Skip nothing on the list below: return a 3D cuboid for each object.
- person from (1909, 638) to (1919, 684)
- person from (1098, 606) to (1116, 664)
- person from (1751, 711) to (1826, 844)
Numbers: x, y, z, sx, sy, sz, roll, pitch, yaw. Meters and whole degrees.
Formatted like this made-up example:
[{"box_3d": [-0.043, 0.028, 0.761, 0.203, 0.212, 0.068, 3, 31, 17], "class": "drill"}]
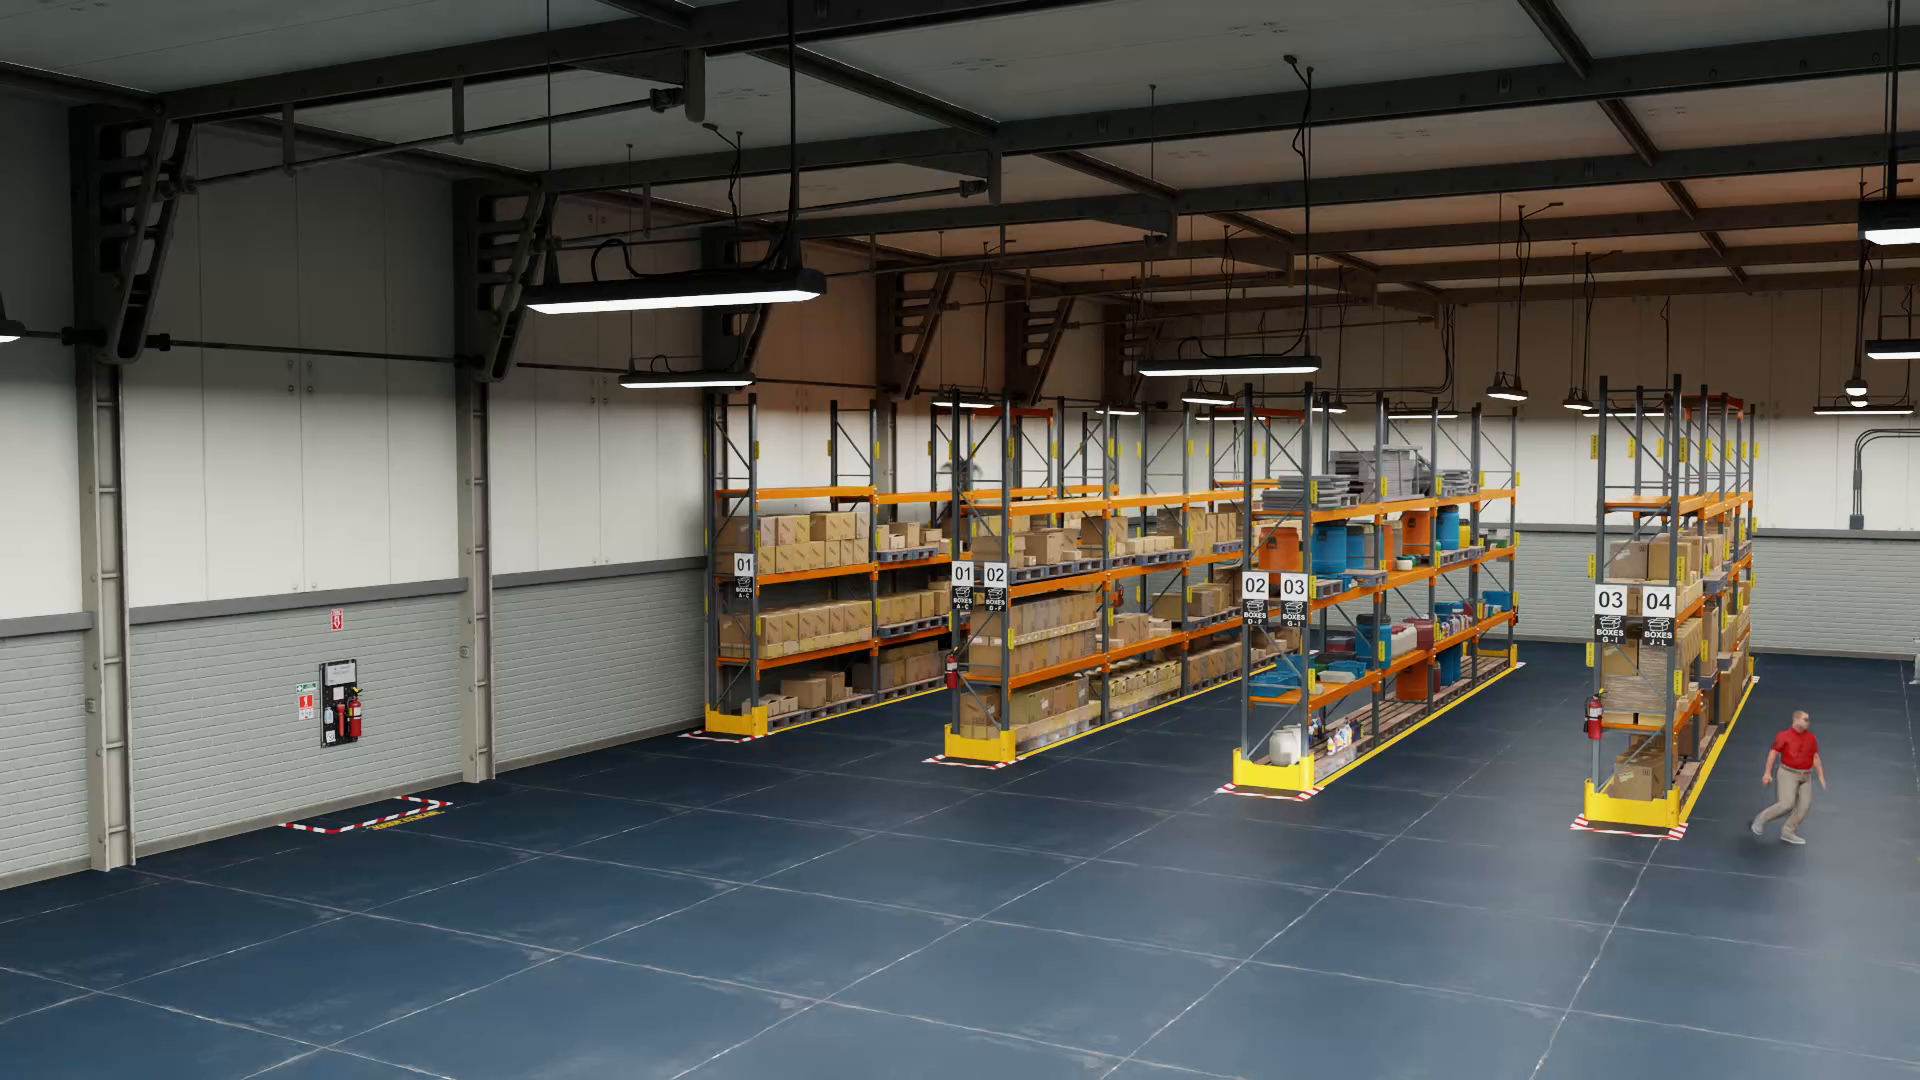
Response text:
[{"box_3d": [20.614, 2.297, 35.294, 0.702, 1.671, 0.696, 1, 3, 13], "class": "person"}, {"box_3d": [3.371, 2.229, 37.084, 0.601, 1.620, 0.959, 1, 3, 17], "class": "person"}, {"box_3d": [10.543, 3.009, 21.188, 0.781, 1.687, 0.591, -1, 3, -15], "class": "person"}]
